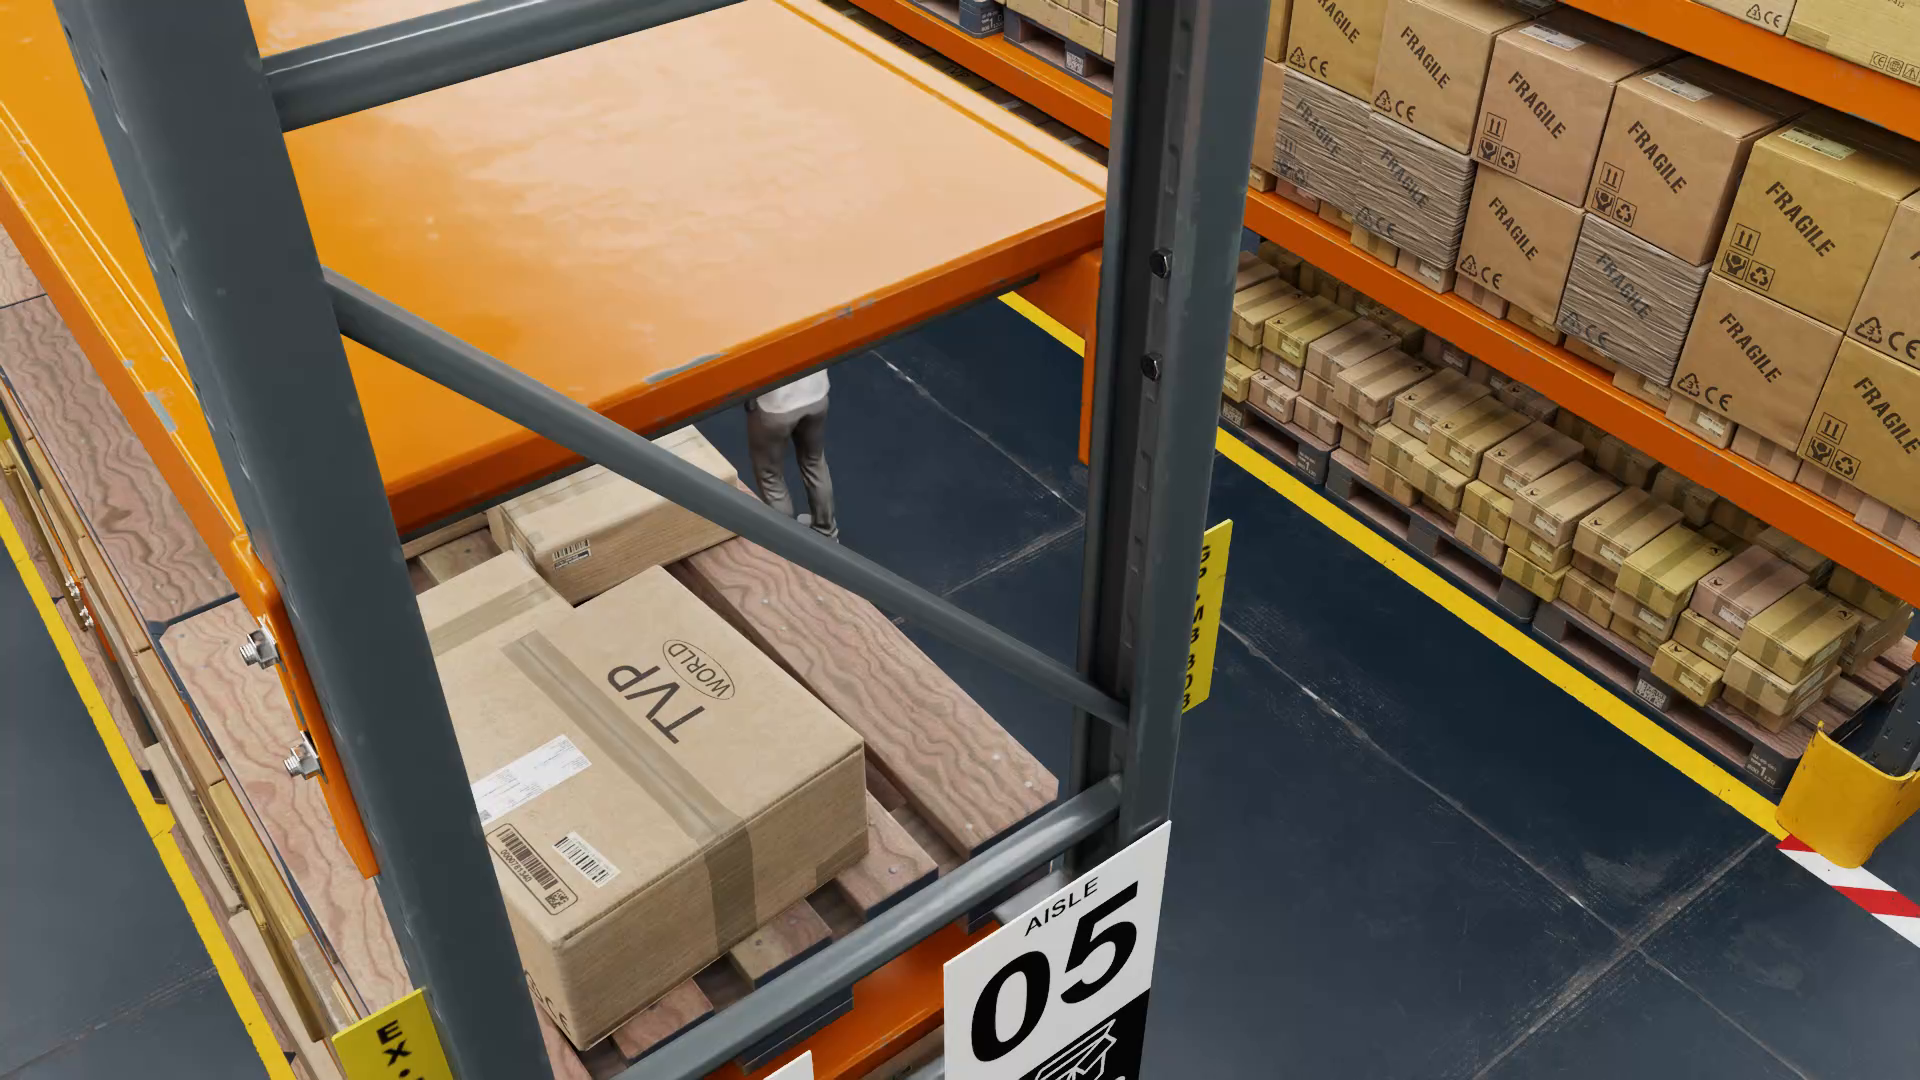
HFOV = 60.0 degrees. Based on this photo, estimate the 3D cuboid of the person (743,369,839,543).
[{"bbox_3d":[-0.790,-0.637,7.145,0.457,1.690,0.539,-26,47,-27],"label":"person"}]
